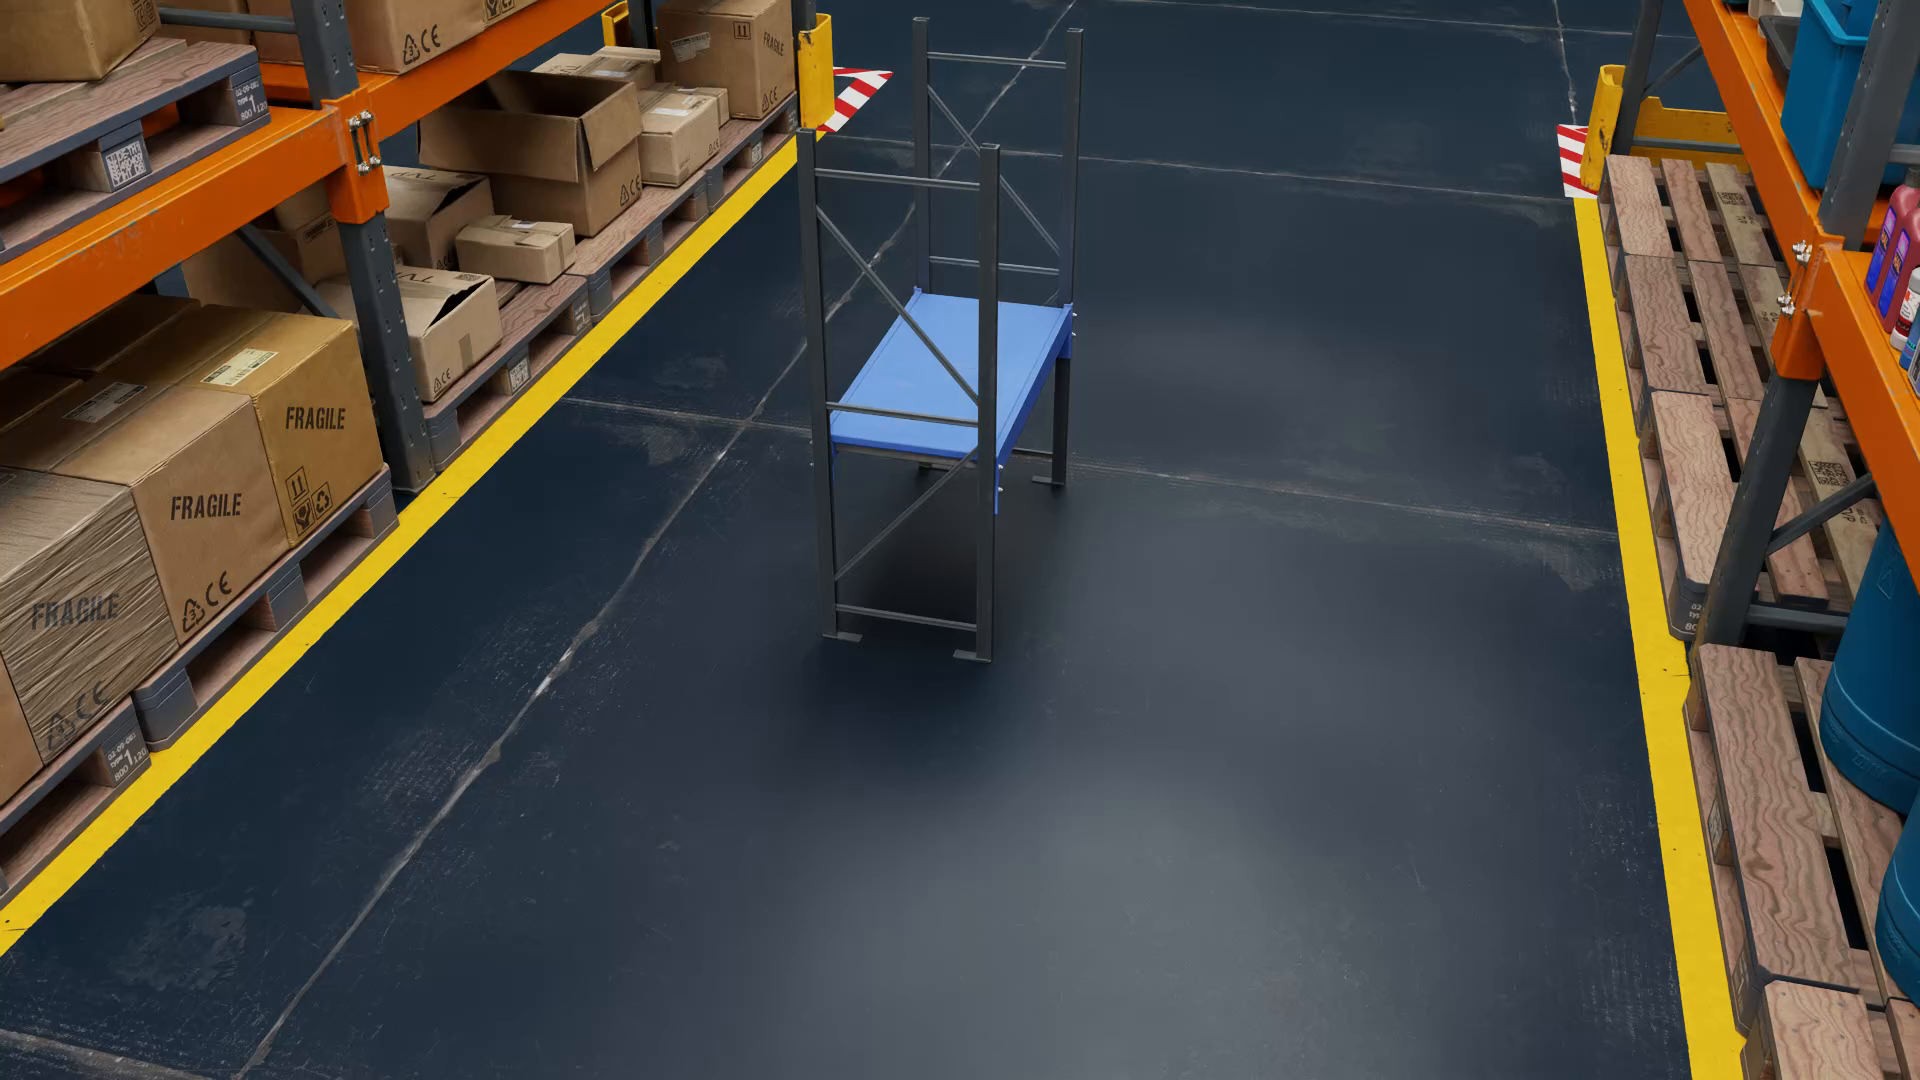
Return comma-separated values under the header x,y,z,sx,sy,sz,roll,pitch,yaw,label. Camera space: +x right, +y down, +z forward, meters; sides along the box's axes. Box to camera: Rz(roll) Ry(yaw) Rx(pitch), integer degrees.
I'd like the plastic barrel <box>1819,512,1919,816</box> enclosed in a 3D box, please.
x,y,z,sx,sy,sz,roll,pitch,yaw,label
2.382,0.154,3.776,0.600,0.901,0.708,8,33,12,plastic barrel

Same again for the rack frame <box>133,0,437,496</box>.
x,y,z,sx,sy,sz,roll,pitch,yaw,label
-2.254,-1.511,4.830,1.000,3.000,0.127,8,33,12,rack frame

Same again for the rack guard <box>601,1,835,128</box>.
x,y,z,sx,sy,sz,roll,pitch,yaw,label
-1.258,-2.492,8.704,1.175,0.500,0.348,8,33,12,rack guard

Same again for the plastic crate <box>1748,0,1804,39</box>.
x,y,z,sx,sy,sz,roll,pitch,yaw,label
2.688,-1.693,5.307,0.293,0.136,0.466,8,33,12,plastic crate

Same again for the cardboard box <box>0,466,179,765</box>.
x,y,z,sx,sy,sz,roll,pitch,yaw,label
-2.363,0.169,4.108,0.500,0.500,0.500,8,33,13,cardboard box

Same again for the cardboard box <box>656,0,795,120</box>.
x,y,z,sx,sy,sz,roll,pitch,yaw,label
-1.138,-2.401,8.152,0.500,0.500,0.500,8,33,12,cardboard box

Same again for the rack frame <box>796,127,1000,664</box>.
x,y,z,sx,sy,sz,roll,pitch,yaw,label
-0.151,-0.325,4.363,0.500,1.500,0.032,8,33,12,rack frame

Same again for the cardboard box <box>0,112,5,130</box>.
x,y,z,sx,sy,sz,roll,pitch,yaw,label
-2.703,-1.149,3.777,0.700,0.500,0.500,13,35,20,cardboard box

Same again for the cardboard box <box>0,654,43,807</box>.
x,y,z,sx,sy,sz,roll,pitch,yaw,label
-2.490,0.433,3.692,0.500,0.500,0.500,7,33,11,cardboard box

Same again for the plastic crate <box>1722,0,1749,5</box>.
x,y,z,sx,sy,sz,roll,pitch,yaw,label
2.760,-1.942,5.610,0.416,0.233,0.300,8,33,12,plastic crate

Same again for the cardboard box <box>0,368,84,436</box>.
x,y,z,sx,sy,sz,roll,pitch,yaw,label
-2.737,-0.145,4.603,0.500,0.500,0.500,8,33,13,cardboard box

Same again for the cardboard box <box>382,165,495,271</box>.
x,y,z,sx,sy,sz,roll,pitch,yaw,label
-2.193,-1.285,6.572,0.500,0.311,0.500,8,33,12,cardboard box

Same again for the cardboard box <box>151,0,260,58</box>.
x,y,z,sx,sy,sz,roll,pitch,yaw,label
-2.375,-1.847,5.267,0.500,0.500,0.500,9,33,13,cardboard box

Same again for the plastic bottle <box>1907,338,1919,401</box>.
x,y,z,sx,sy,sz,roll,pitch,yaw,label
1.958,-0.404,3.205,0.152,0.276,0.135,8,33,12,plastic bottle

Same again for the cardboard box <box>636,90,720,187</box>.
x,y,z,sx,sy,sz,roll,pitch,yaw,label
-1.408,-1.807,7.450,0.500,0.250,0.500,8,33,12,cardboard box

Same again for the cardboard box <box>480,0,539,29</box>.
x,y,z,sx,sy,sz,roll,pitch,yaw,label
-1.734,-2.046,5.580,0.500,0.500,0.500,9,33,13,cardboard box

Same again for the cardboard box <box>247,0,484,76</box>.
x,y,z,sx,sy,sz,roll,pitch,yaw,label
-1.861,-1.780,5.161,0.500,0.500,0.500,9,34,14,cardboard box

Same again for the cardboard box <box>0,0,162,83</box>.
x,y,z,sx,sy,sz,roll,pitch,yaw,label
-2.590,-1.515,4.352,0.700,0.500,0.500,-3,33,-4,cardboard box

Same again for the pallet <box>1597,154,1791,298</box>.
x,y,z,sx,sy,sz,roll,pitch,yaw,label
3.305,-1.311,7.115,1.003,0.211,1.213,8,33,12,pallet

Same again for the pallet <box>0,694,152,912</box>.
x,y,z,sx,sy,sz,roll,pitch,yaw,label
-2.731,0.728,3.907,1.003,0.211,1.213,8,33,12,pallet

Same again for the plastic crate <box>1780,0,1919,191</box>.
x,y,z,sx,sy,sz,roll,pitch,yaw,label
2.325,-1.142,4.209,0.392,0.384,0.575,8,33,12,plastic crate

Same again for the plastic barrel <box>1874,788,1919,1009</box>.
x,y,z,sx,sy,sz,roll,pitch,yaw,label
2.203,0.521,3.198,0.600,0.901,0.708,8,33,12,plastic barrel

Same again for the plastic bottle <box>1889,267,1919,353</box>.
x,y,z,sx,sy,sz,roll,pitch,yaw,label
1.986,-0.487,3.405,0.097,0.201,0.097,0,32,0,plastic bottle

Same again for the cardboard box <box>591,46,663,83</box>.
x,y,z,sx,sy,sz,roll,pitch,yaw,label
-1.677,-2.398,8.474,0.380,0.149,0.250,8,33,12,cardboard box

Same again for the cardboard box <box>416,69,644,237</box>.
x,y,z,sx,sy,sz,roll,pitch,yaw,label
-1.782,-1.618,6.917,0.797,0.503,0.637,8,33,12,cardboard box

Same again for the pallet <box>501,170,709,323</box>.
x,y,z,sx,sy,sz,roll,pitch,yaw,label
-1.771,-1.325,7.138,1.003,0.211,1.213,8,33,12,pallet

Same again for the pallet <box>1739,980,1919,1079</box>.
x,y,z,sx,sy,sz,roll,pitch,yaw,label
1.993,1.372,2.895,1.003,0.211,1.213,8,33,12,pallet

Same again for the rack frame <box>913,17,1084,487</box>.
x,y,z,sx,sy,sz,roll,pitch,yaw,label
0.107,-0.852,5.193,0.500,1.500,0.032,8,33,12,rack frame

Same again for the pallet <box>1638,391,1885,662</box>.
x,y,z,sx,sy,sz,roll,pitch,yaw,label
2.686,-0.044,5.123,1.003,0.211,1.213,8,33,12,pallet

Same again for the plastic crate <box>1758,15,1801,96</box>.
x,y,z,sx,sy,sz,roll,pitch,yaw,label
2.561,-1.361,4.795,0.437,0.125,0.590,8,33,12,plastic crate

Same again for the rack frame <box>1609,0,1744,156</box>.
x,y,z,sx,sy,sz,roll,pitch,yaw,label
3.552,-2.910,7.032,1.000,3.000,0.127,8,33,12,rack frame

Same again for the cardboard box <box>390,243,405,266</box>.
x,y,z,sx,sy,sz,roll,pitch,yaw,label
-2.346,-1.030,6.322,0.380,0.149,0.250,8,33,12,cardboard box

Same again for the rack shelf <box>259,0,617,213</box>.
x,y,z,sx,sy,sz,roll,pitch,yaw,label
-1.746,-2.245,6.656,1.077,0.370,4.000,8,33,12,rack shelf

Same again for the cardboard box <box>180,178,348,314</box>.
x,y,z,sx,sy,sz,roll,pitch,yaw,label
-2.383,-0.976,5.909,0.500,0.500,0.500,8,33,12,cardboard box

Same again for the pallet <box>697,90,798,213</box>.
x,y,z,sx,sy,sz,roll,pitch,yaw,label
-1.459,-1.956,8.131,1.003,0.211,1.213,8,33,12,pallet

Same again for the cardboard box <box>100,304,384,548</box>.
x,y,z,sx,sy,sz,roll,pitch,yaw,label
-2.102,-0.346,4.919,0.500,0.500,0.500,8,33,12,cardboard box

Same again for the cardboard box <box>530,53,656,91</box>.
x,y,z,sx,sy,sz,roll,pitch,yaw,label
-1.778,-2.109,7.924,0.500,0.250,0.500,8,33,12,cardboard box

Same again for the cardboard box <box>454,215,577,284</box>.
x,y,z,sx,sy,sz,roll,pitch,yaw,label
-1.728,-1.139,6.477,0.380,0.166,0.250,8,33,12,cardboard box

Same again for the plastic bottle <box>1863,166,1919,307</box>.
x,y,z,sx,sy,sz,roll,pitch,yaw,label
2.031,-0.653,3.590,0.061,0.283,0.133,8,33,12,plastic bottle

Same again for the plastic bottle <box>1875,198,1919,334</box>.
x,y,z,sx,sy,sz,roll,pitch,yaw,label
1.997,-0.584,3.481,0.061,0.283,0.133,8,33,12,plastic bottle

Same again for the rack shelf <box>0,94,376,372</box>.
x,y,z,sx,sy,sz,roll,pitch,yaw,label
-2.761,-0.169,3.391,1.077,0.370,4.000,8,33,12,rack shelf

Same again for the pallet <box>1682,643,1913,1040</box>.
x,y,z,sx,sy,sz,roll,pitch,yaw,label
2.301,0.737,3.894,1.003,0.211,1.213,8,33,12,pallet

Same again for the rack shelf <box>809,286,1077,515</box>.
x,y,z,sx,sy,sz,roll,pitch,yaw,label
-0.022,-0.437,4.875,0.538,0.185,1.000,8,33,12,rack shelf

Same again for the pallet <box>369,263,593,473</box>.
x,y,z,sx,sy,sz,roll,pitch,yaw,label
-2.078,-0.690,6.139,1.003,0.211,1.213,8,33,12,pallet

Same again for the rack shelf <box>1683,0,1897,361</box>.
x,y,z,sx,sy,sz,roll,pitch,yaw,label
3.044,-1.569,5.592,1.077,0.370,4.000,8,33,12,rack shelf

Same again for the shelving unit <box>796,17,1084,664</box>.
x,y,z,sx,sy,sz,roll,pitch,yaw,label
-0.022,-0.589,4.778,0.538,1.500,1.048,8,33,12,shelving unit

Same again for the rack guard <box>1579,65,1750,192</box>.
x,y,z,sx,sy,sz,roll,pitch,yaw,label
3.545,-1.869,7.725,1.175,0.500,0.348,8,33,12,rack guard

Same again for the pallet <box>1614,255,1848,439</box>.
x,y,z,sx,sy,sz,roll,pitch,yaw,label
2.993,-0.680,6.122,1.003,0.211,1.213,8,33,12,pallet

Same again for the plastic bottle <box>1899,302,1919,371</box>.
x,y,z,sx,sy,sz,roll,pitch,yaw,label
1.961,-0.466,3.307,0.097,0.271,0.097,0,32,0,plastic bottle

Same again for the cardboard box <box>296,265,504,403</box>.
x,y,z,sx,sy,sz,roll,pitch,yaw,label
-1.938,-0.750,5.730,0.500,0.311,0.500,8,33,12,cardboard box

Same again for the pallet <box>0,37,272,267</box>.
x,y,z,sx,sy,sz,roll,pitch,yaw,label
-2.562,-1.030,4.253,1.003,0.211,1.213,8,33,12,pallet

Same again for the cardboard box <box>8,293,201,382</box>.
x,y,z,sx,sy,sz,roll,pitch,yaw,label
-2.612,-0.424,5.040,0.500,0.500,0.500,7,33,10,cardboard box

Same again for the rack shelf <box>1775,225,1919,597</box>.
x,y,z,sx,sy,sz,roll,pitch,yaw,label
2.029,0.507,2.327,1.077,0.370,4.000,8,33,12,rack shelf

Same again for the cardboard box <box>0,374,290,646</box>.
x,y,z,sx,sy,sz,roll,pitch,yaw,label
-2.235,-0.091,4.517,0.500,0.500,0.500,8,33,13,cardboard box

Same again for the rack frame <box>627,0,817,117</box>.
x,y,z,sx,sy,sz,roll,pitch,yaw,label
-1.238,-3.586,8.096,1.000,3.000,0.127,8,33,12,rack frame

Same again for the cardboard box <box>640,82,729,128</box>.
x,y,z,sx,sy,sz,roll,pitch,yaw,label
-1.328,-2.063,7.930,0.380,0.166,0.250,8,33,12,cardboard box

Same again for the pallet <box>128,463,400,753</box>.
x,y,z,sx,sy,sz,roll,pitch,yaw,label
-2.423,0.093,4.906,1.003,0.211,1.213,8,33,12,pallet

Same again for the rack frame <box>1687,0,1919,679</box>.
x,y,z,sx,sy,sz,roll,pitch,yaw,label
2.537,-0.834,3.767,1.000,3.000,0.127,8,33,12,rack frame
